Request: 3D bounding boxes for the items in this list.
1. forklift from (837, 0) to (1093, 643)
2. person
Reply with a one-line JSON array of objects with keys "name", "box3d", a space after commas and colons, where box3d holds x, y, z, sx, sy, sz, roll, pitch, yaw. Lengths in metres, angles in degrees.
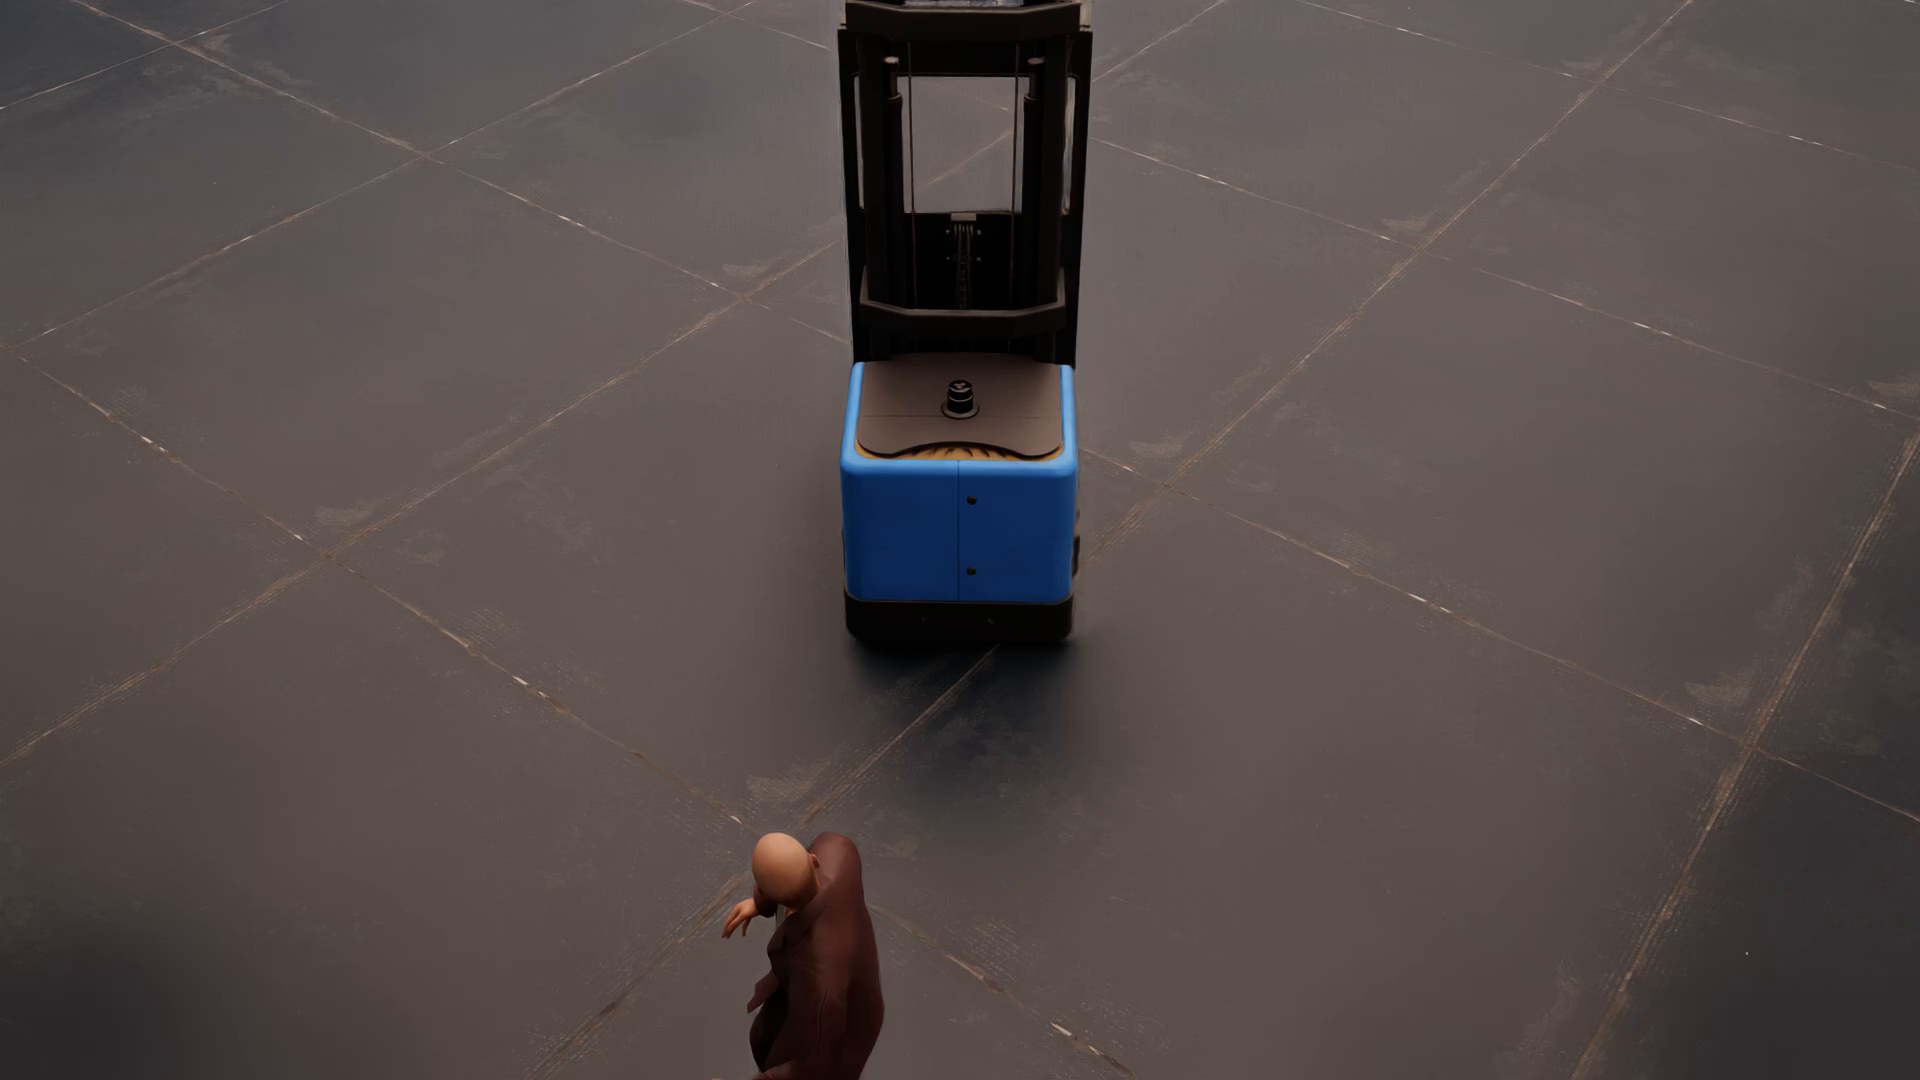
[{"name": "forklift", "box3d": [0.028, -1.575, 7.922, 1.130, 2.935, 3.031, 1, 40, 1]}, {"name": "person", "box3d": [-0.523, 1.516, 5.264, 0.576, 1.723, 0.830, -5, 41, -5]}]
